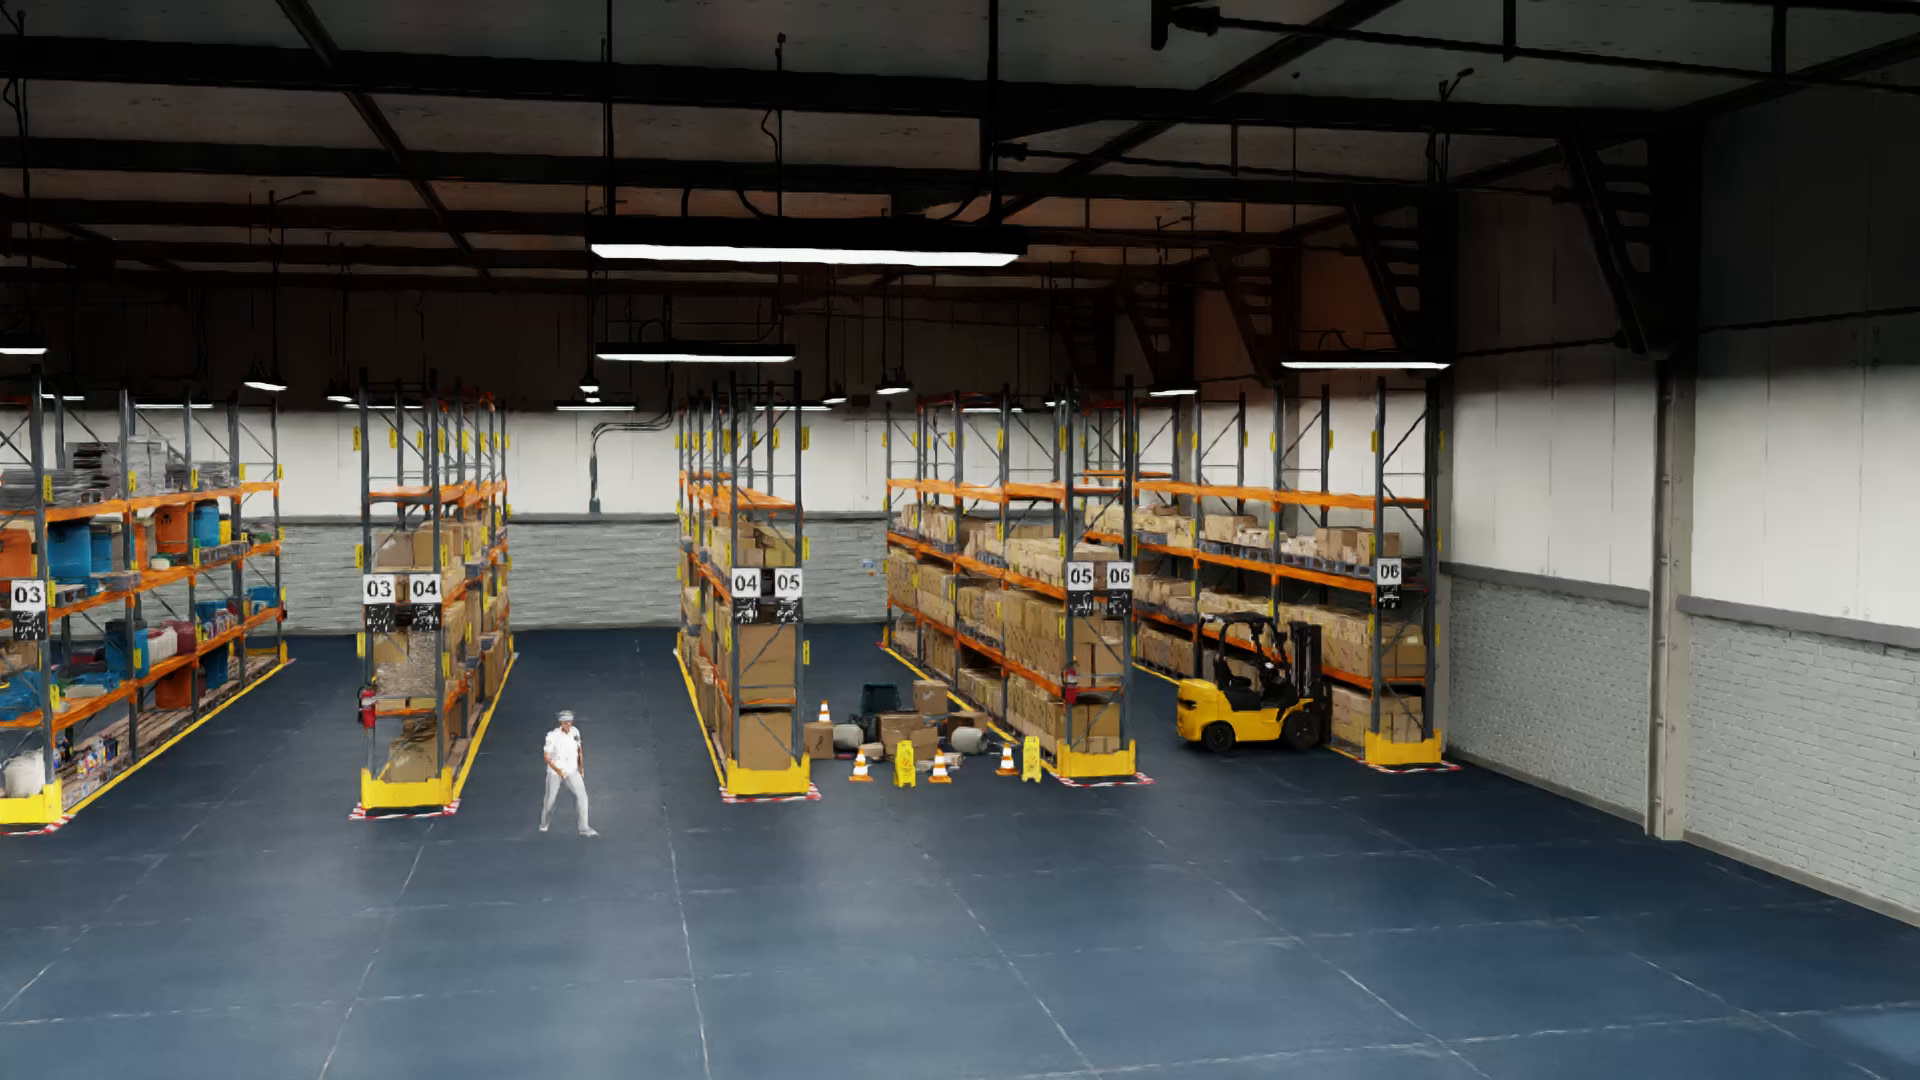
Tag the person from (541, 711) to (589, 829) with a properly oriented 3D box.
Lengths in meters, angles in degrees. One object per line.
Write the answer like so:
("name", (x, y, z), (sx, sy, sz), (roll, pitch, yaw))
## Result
("person", (-5.043, 2.902, 21.119), (0.564, 1.543, 0.809), (-2, 4, -29))
